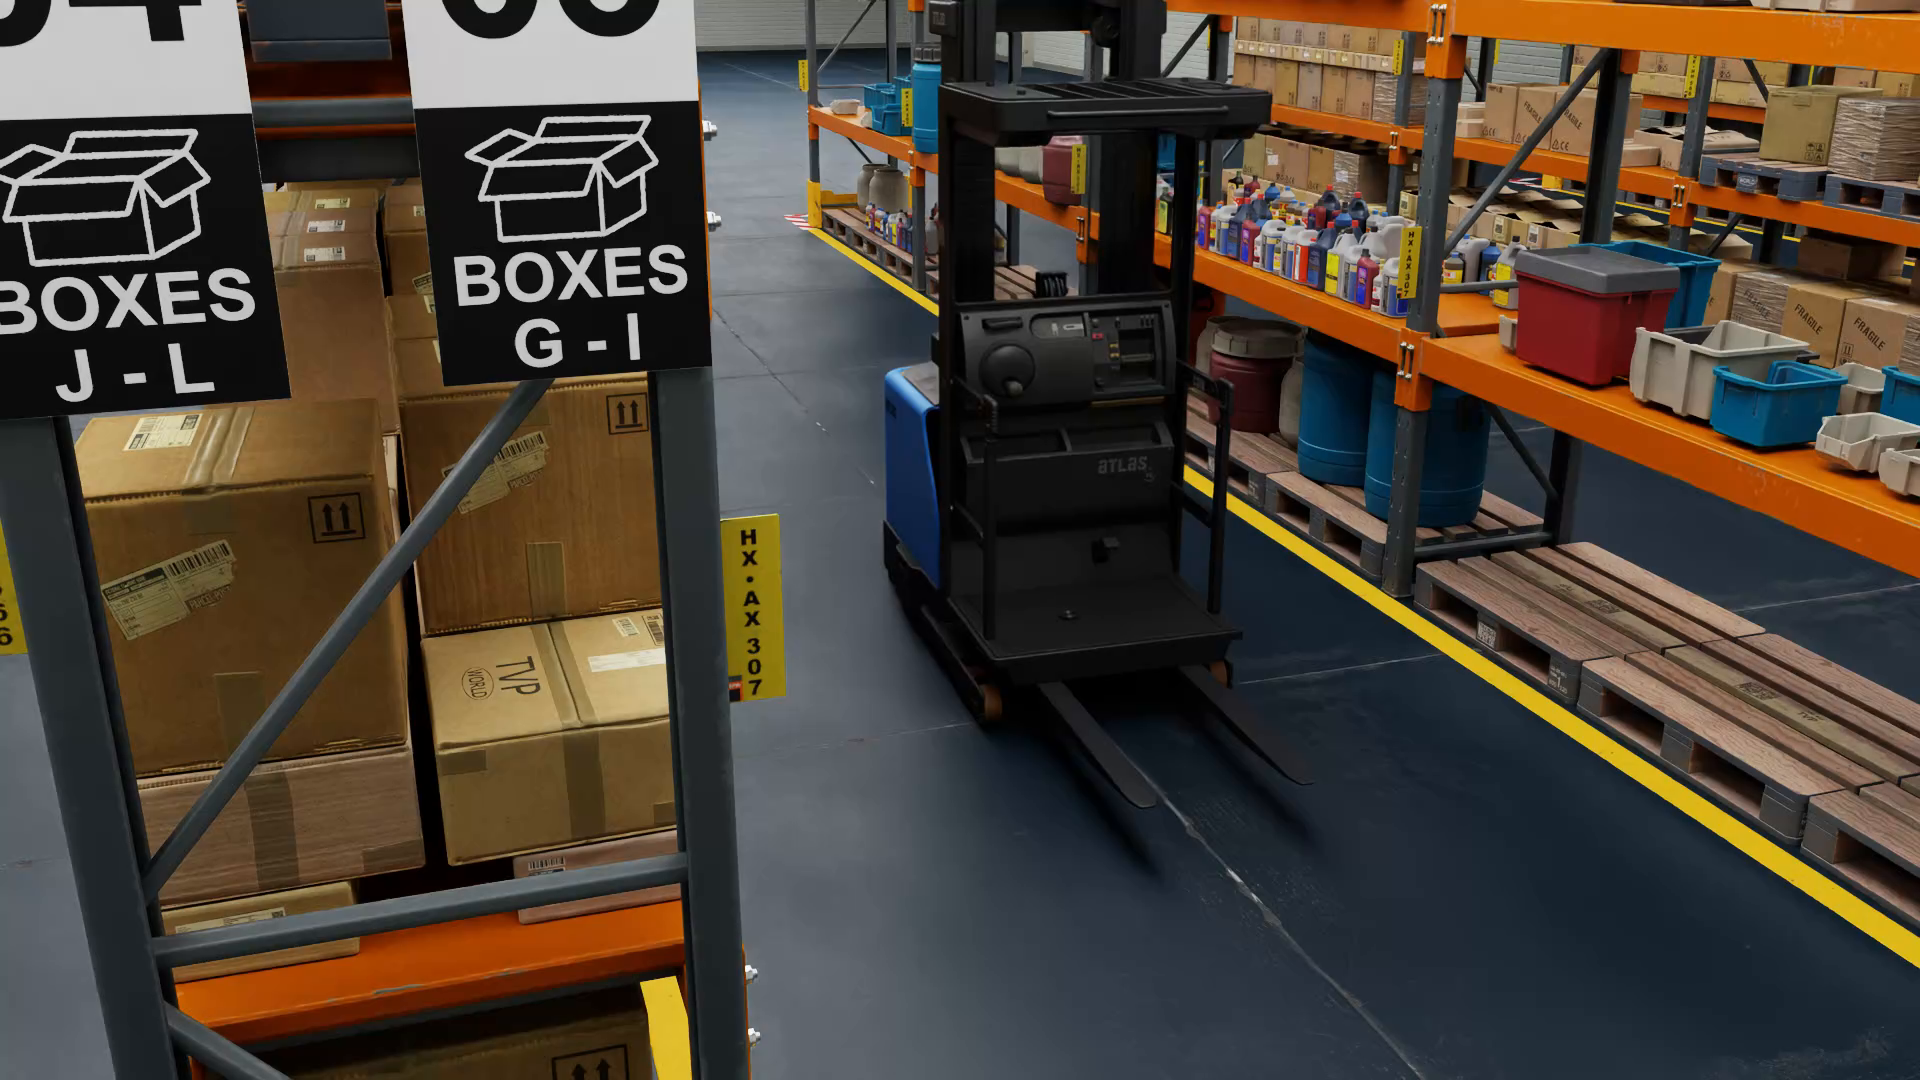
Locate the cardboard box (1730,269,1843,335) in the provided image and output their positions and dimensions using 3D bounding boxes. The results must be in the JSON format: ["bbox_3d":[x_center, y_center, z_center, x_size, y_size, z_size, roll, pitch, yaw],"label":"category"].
[{"bbox_3d":[6.060,-1.688,12.225,0.500,0.500,0.500,-7,21,-19],"label":"cardboard box"}]

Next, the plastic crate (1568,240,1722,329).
[{"bbox_3d":[3.043,-1.099,7.475,0.392,0.384,0.575,-6,21,-17],"label":"plastic crate"}]

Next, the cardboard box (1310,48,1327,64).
[{"bbox_3d":[3.988,-5.194,17.832,0.380,0.149,0.250,-6,21,-15],"label":"cardboard box"}]

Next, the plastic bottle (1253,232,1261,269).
[{"bbox_3d":[1.691,-1.622,9.289,0.097,0.201,0.097,0,20,0],"label":"plastic bottle"}]

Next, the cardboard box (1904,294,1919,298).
[{"bbox_3d":[6.869,-1.423,11.487,0.500,0.500,0.500,-7,21,-19],"label":"cardboard box"}]

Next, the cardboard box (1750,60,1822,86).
[{"bbox_3d":[9.021,-5.223,18.103,0.500,0.500,0.500,-6,21,-17],"label":"cardboard box"}]

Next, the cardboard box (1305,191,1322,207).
[{"bbox_3d":[4.089,-3.634,18.043,0.500,0.250,0.500,-6,21,-17],"label":"cardboard box"}]

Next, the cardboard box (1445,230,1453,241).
[{"bbox_3d":[4.812,-2.868,15.911,0.500,0.250,0.500,-6,21,-16],"label":"cardboard box"}]

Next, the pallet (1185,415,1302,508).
[{"bbox_3d":[1.982,-0.524,10.064,1.003,0.211,1.213,-6,21,-17],"label":"pallet"}]

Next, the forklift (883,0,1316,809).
[{"bbox_3d":[0.518,-0.775,6.737,1.130,2.935,3.031,-6,21,-15],"label":"forklift"}]

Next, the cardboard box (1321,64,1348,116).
[{"bbox_3d":[4.290,-4.803,17.704,0.700,0.500,0.500,-6,21,-16],"label":"cardboard box"}]

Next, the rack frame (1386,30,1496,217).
[{"bbox_3d":[4.761,-4.285,16.408,1.000,3.000,0.127,-6,21,-17],"label":"rack frame"}]

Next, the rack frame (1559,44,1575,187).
[{"bbox_3d":[8.206,-6.096,21.450,1.000,3.000,0.127,-6,21,-17],"label":"rack frame"}]

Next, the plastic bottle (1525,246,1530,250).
[{"bbox_3d":[2.820,-1.343,8.391,0.061,0.283,0.133,-6,21,-17],"label":"plastic bottle"}]

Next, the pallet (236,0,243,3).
[{"bbox_3d":[-1.882,-1.772,5.107,1.003,0.211,1.213,-6,21,-17],"label":"pallet"}]

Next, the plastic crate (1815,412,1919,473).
[{"bbox_3d":[3.103,-0.330,5.698,0.298,0.136,0.250,-6,21,-17],"label":"plastic crate"}]

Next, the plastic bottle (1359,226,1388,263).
[{"bbox_3d":[2.110,-1.445,8.574,0.144,0.351,0.185,-6,21,-17],"label":"plastic bottle"}]

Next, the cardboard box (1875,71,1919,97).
[{"bbox_3d":[9.759,-4.719,16.819,0.700,0.500,0.500,-4,20,-12],"label":"cardboard box"}]

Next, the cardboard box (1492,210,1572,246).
[{"bbox_3d":[5.139,-2.800,14.891,0.500,0.311,0.500,-6,21,-16],"label":"cardboard box"}]

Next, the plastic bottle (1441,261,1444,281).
[{"bbox_3d":[2.602,-1.508,8.971,0.097,0.201,0.097,0,20,0],"label":"plastic bottle"}]

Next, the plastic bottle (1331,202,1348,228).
[{"bbox_3d":[2.249,-1.861,9.833,0.061,0.283,0.133,-6,21,-17],"label":"plastic bottle"}]

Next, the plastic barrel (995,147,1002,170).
[{"bbox_3d":[0.381,-3.258,13.348,0.433,0.535,0.433,0,20,0],"label":"plastic barrel"}]

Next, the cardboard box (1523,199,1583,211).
[{"bbox_3d":[5.485,-3.026,15.520,0.500,0.311,0.500,-6,21,-17],"label":"cardboard box"}]

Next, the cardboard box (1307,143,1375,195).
[{"bbox_3d":[4.101,-3.988,17.920,0.500,0.500,0.500,-6,21,-17],"label":"cardboard box"}]

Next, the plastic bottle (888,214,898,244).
[{"bbox_3d":[-0.627,-3.079,16.429,0.152,0.276,0.135,-6,21,-16],"label":"plastic bottle"}]

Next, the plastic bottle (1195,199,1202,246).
[{"bbox_3d":[1.445,-1.905,9.974,0.097,0.271,0.097,0,20,0],"label":"plastic bottle"}]

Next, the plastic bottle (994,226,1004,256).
[{"bbox_3d":[0.374,-2.831,15.747,0.097,0.271,0.097,0,20,0],"label":"plastic bottle"}]

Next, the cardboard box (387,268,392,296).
[{"bbox_3d":[-2.685,-0.994,7.098,0.500,0.500,0.500,-6,21,-16],"label":"cardboard box"}]

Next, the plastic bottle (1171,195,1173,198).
[{"bbox_3d":[1.358,-2.060,10.405,0.097,0.271,0.097,0,20,0],"label":"plastic bottle"}]

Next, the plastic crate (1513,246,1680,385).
[{"bbox_3d":[2.615,-0.937,6.906,0.402,0.464,0.583,-6,21,-17],"label":"plastic crate"}]

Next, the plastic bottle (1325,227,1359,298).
[{"bbox_3d":[1.973,-1.429,8.531,0.144,0.351,0.185,-6,21,-17],"label":"plastic bottle"}]

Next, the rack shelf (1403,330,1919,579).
[{"bbox_3d":[3.201,-0.212,6.133,1.077,0.370,4.000,-6,21,-17],"label":"rack shelf"}]

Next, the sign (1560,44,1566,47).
[{"bbox_3d":[7.690,-6.446,21.143,0.100,0.325,0.005,-6,21,-17],"label":"sign"}]

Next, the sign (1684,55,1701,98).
[{"bbox_3d":[5.493,-3.486,12.471,0.100,0.325,0.005,-6,21,-17],"label":"sign"}]

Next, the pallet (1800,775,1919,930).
[{"bbox_3d":[3.607,1.135,5.445,1.003,0.211,1.213,-6,21,-17],"label":"pallet"}]

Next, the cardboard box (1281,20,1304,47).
[{"bbox_3d":[3.985,-5.728,18.359,0.700,0.500,0.500,-6,21,-17],"label":"cardboard box"}]

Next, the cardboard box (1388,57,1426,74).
[{"bbox_3d":[4.472,-4.701,16.461,0.380,0.149,0.250,-6,21,-17],"label":"cardboard box"}]

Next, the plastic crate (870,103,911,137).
[{"bbox_3d":[-0.548,-4.016,15.880,0.499,0.251,0.616,-6,21,-17],"label":"plastic crate"}]

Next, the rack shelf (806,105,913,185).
[{"bbox_3d":[-0.571,-4.063,16.855,1.077,0.370,4.000,-6,21,-17],"label":"rack shelf"}]

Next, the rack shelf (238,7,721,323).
[{"bbox_3d":[-1.501,-1.097,4.161,1.077,0.370,4.000,-6,21,-17],"label":"rack shelf"}]

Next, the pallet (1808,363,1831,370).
[{"bbox_3d":[6.597,-1.054,11.539,1.003,0.211,1.213,-6,21,-17],"label":"pallet"}]

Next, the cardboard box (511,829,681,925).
[{"bbox_3d":[-0.671,0.587,3.217,0.380,0.149,0.250,-6,21,-17],"label":"cardboard box"}]

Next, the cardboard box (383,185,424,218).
[{"bbox_3d":[-1.731,-0.969,5.850,0.500,0.500,0.500,-6,21,-16],"label":"cardboard box"}]

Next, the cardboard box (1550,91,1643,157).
[{"bbox_3d":[5.476,-3.585,14.312,0.500,0.500,0.500,-8,21,-20],"label":"cardboard box"}]

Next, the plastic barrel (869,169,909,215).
[{"bbox_3d":[-0.762,-3.706,17.856,0.421,0.512,0.421,0,20,0],"label":"plastic barrel"}]

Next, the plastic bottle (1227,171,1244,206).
[{"bbox_3d":[1.847,-2.337,11.157,0.061,0.283,0.133,-6,21,-17],"label":"plastic bottle"}]

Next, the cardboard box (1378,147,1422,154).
[{"bbox_3d":[4.748,-3.883,17.626,0.500,0.500,0.500,-6,21,-17],"label":"cardboard box"}]

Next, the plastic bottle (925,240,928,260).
[{"bbox_3d":[-0.352,-2.733,15.577,0.097,0.201,0.097,0,20,0],"label":"plastic bottle"}]

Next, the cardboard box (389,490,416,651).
[{"bbox_3d":[-1.596,0.095,3.997,0.500,0.250,0.500,-7,21,-19],"label":"cardboard box"}]

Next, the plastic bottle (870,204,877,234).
[{"bbox_3d":[-0.872,-3.282,16.985,0.061,0.283,0.133,-6,21,-16],"label":"plastic bottle"}]

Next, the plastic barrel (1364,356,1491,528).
[{"bbox_3d":[2.417,-0.579,8.573,0.600,0.901,0.708,-6,21,-17],"label":"plastic barrel"}]

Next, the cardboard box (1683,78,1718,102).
[{"bbox_3d":[8.705,-5.191,19.125,0.500,0.250,0.500,-7,21,-18],"label":"cardboard box"}]

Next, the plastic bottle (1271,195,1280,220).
[{"bbox_3d":[2.030,-2.091,10.595,0.097,0.201,0.097,0,20,0],"label":"plastic bottle"}]

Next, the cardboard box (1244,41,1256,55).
[{"bbox_3d":[3.509,-5.687,19.206,0.380,0.149,0.250,-7,21,-19],"label":"cardboard box"}]
